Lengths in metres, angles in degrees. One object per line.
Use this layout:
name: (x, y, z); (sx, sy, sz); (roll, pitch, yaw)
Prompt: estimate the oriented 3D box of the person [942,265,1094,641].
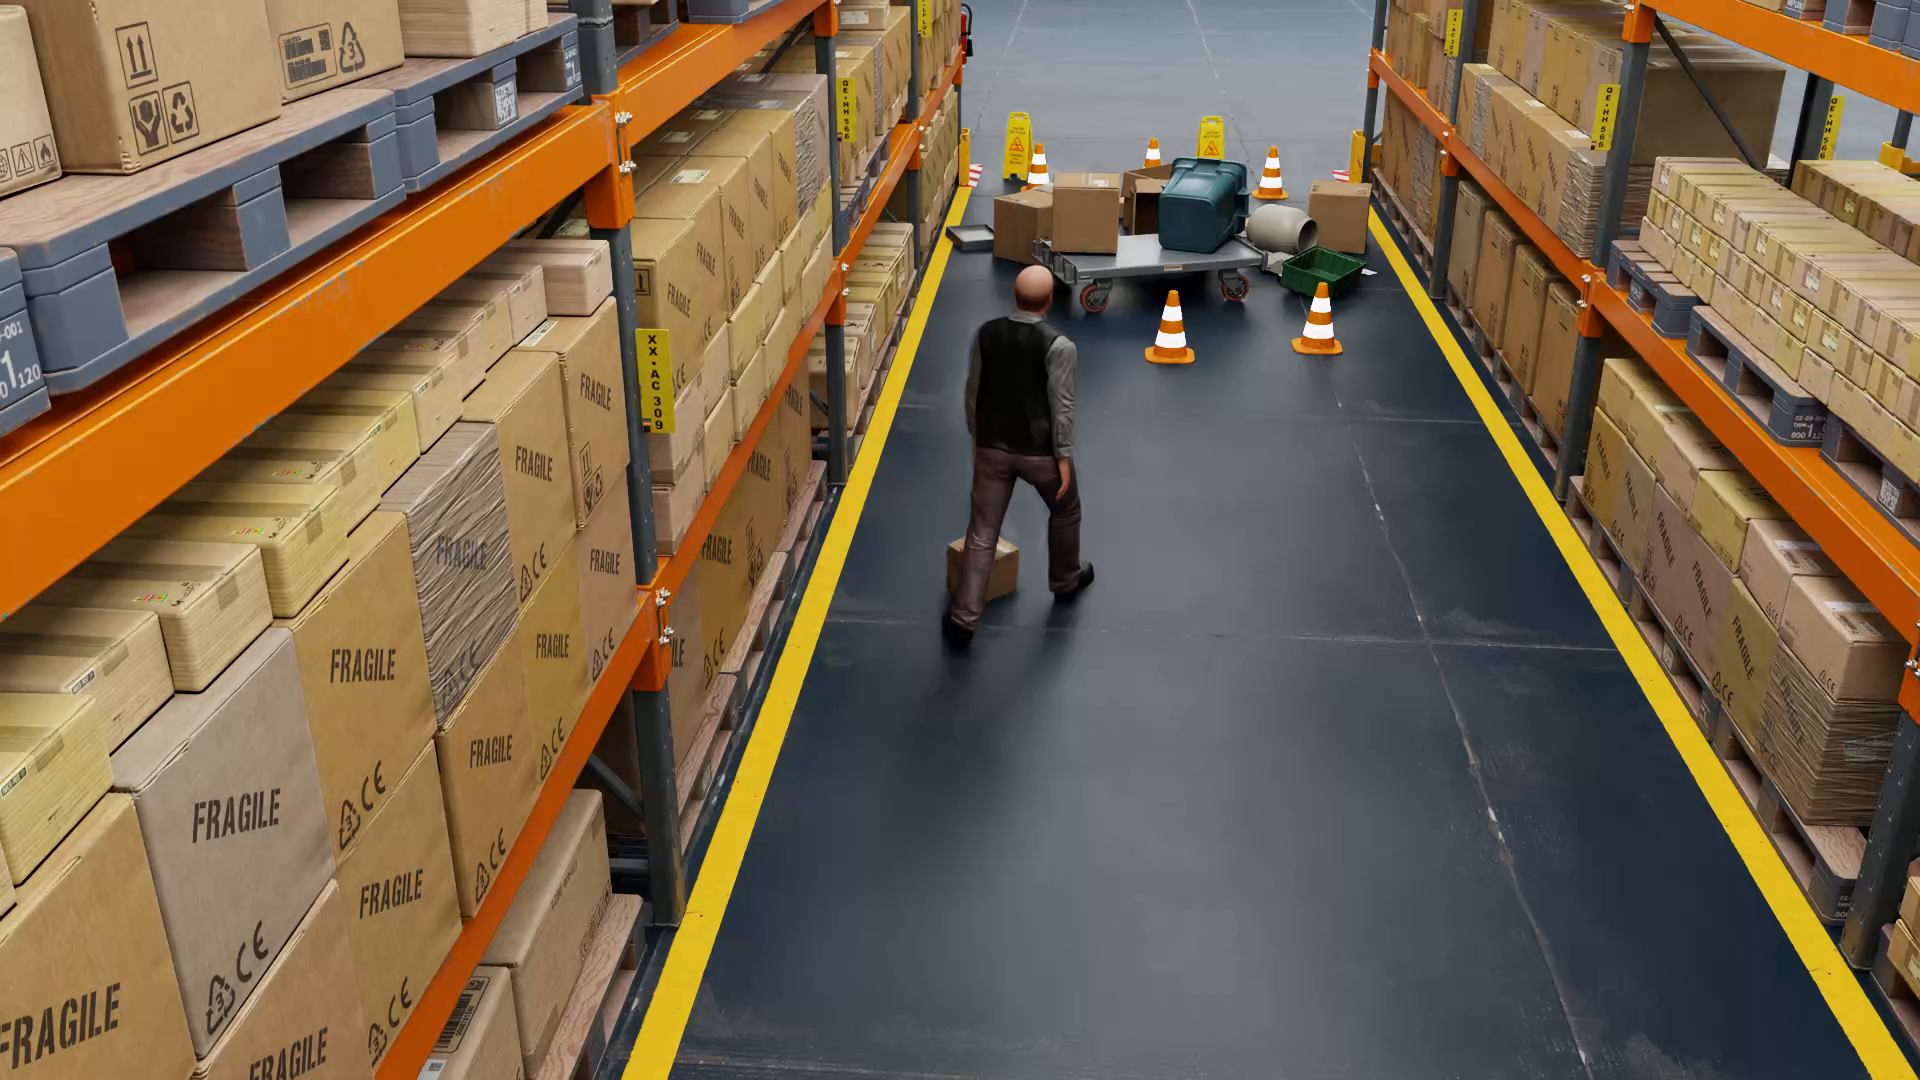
person: (0.269, -0.370, 7.616); (0.570, 1.582, 0.963); (11, 26, 22)
